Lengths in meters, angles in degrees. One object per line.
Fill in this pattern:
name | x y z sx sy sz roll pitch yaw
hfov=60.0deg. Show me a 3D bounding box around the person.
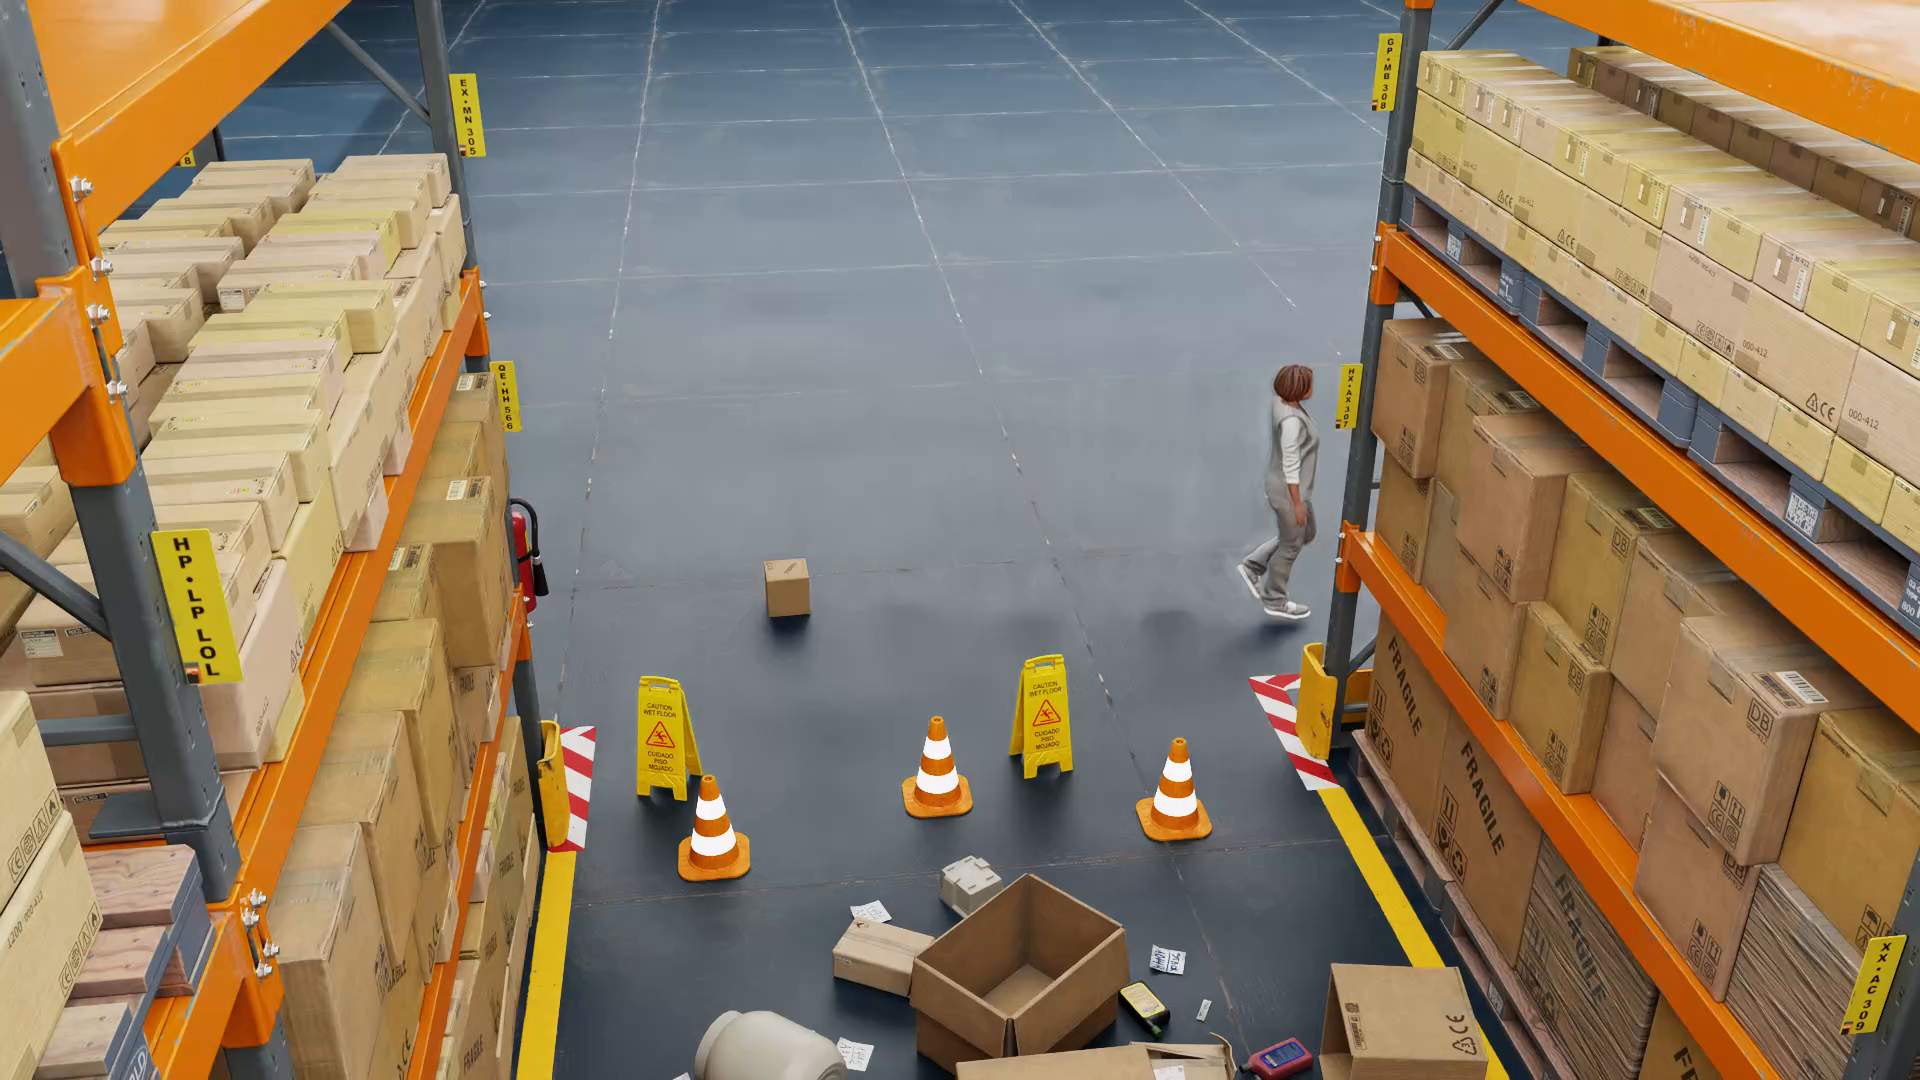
person | 1.868 -0.279 9.577 0.449 1.590 0.414 3 28 5
